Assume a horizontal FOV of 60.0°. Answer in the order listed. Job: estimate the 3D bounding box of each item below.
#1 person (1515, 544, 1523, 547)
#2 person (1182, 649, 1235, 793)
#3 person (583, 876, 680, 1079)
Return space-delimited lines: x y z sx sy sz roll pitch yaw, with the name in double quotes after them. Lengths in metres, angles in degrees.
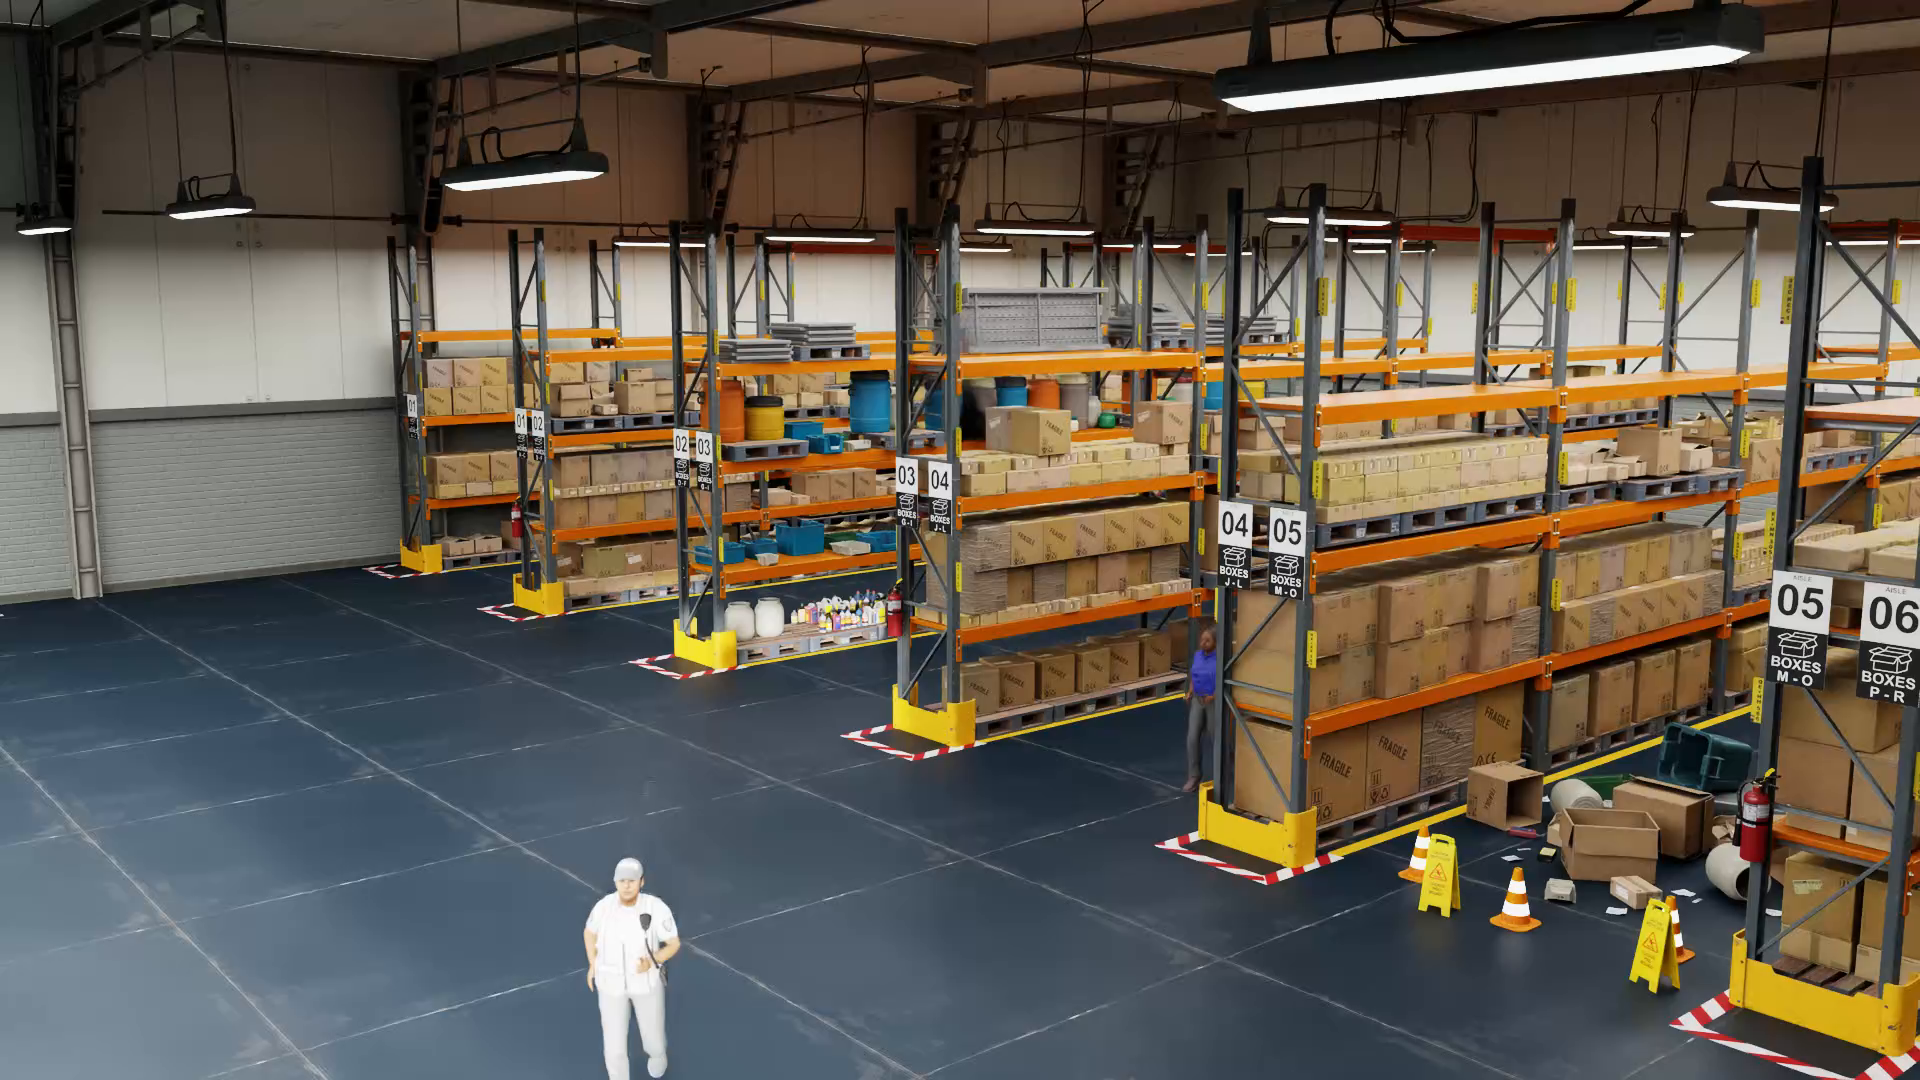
7.253 0.963 21.649 0.643 1.844 0.876 7 11 37 "person"
2.582 1.830 17.221 0.555 1.459 0.838 7 11 39 "person"
-2.062 2.758 10.410 0.605 1.558 0.705 -1 9 -3 "person"
